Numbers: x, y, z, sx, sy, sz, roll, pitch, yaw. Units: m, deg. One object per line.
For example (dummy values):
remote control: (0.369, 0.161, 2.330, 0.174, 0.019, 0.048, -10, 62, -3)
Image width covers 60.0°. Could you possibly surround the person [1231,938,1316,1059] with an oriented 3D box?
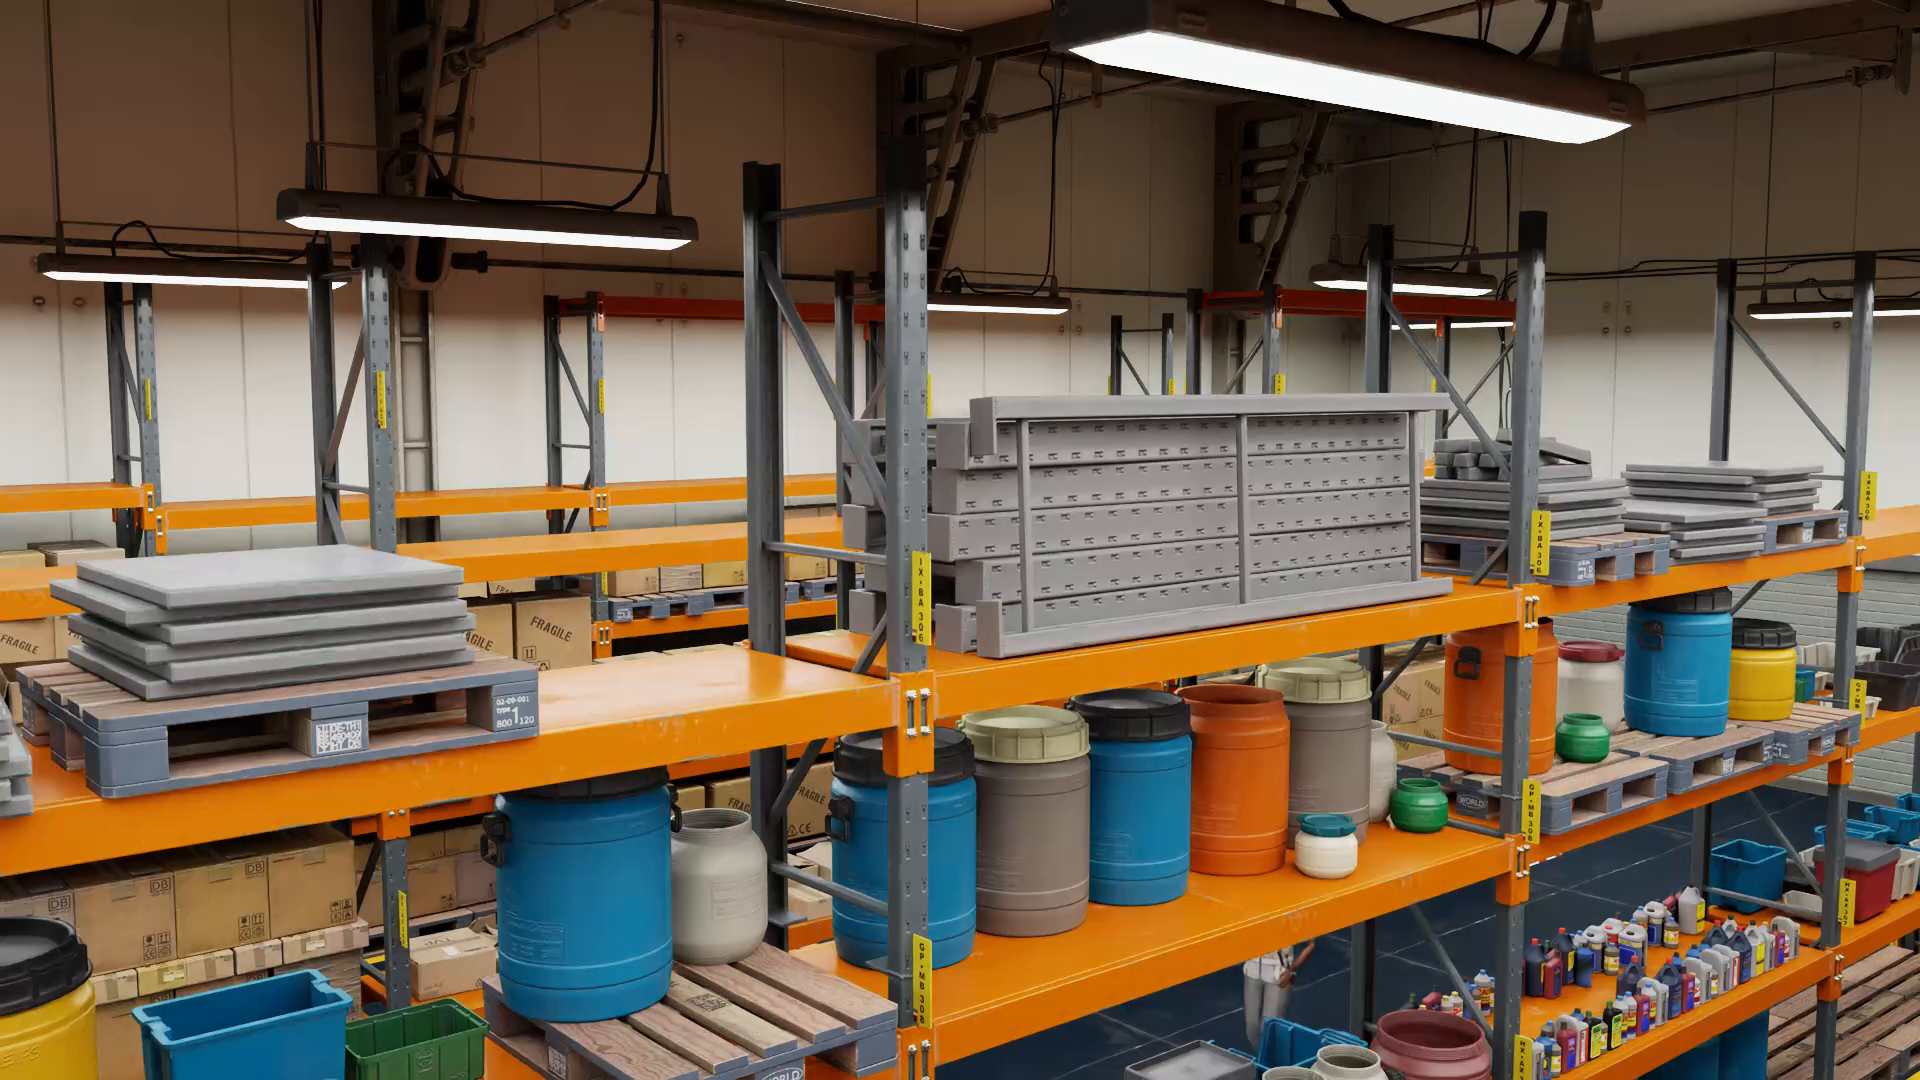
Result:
person: (2.232, 3.179, 12.075, 0.570, 1.654, 0.568, 5, 7, 40)
